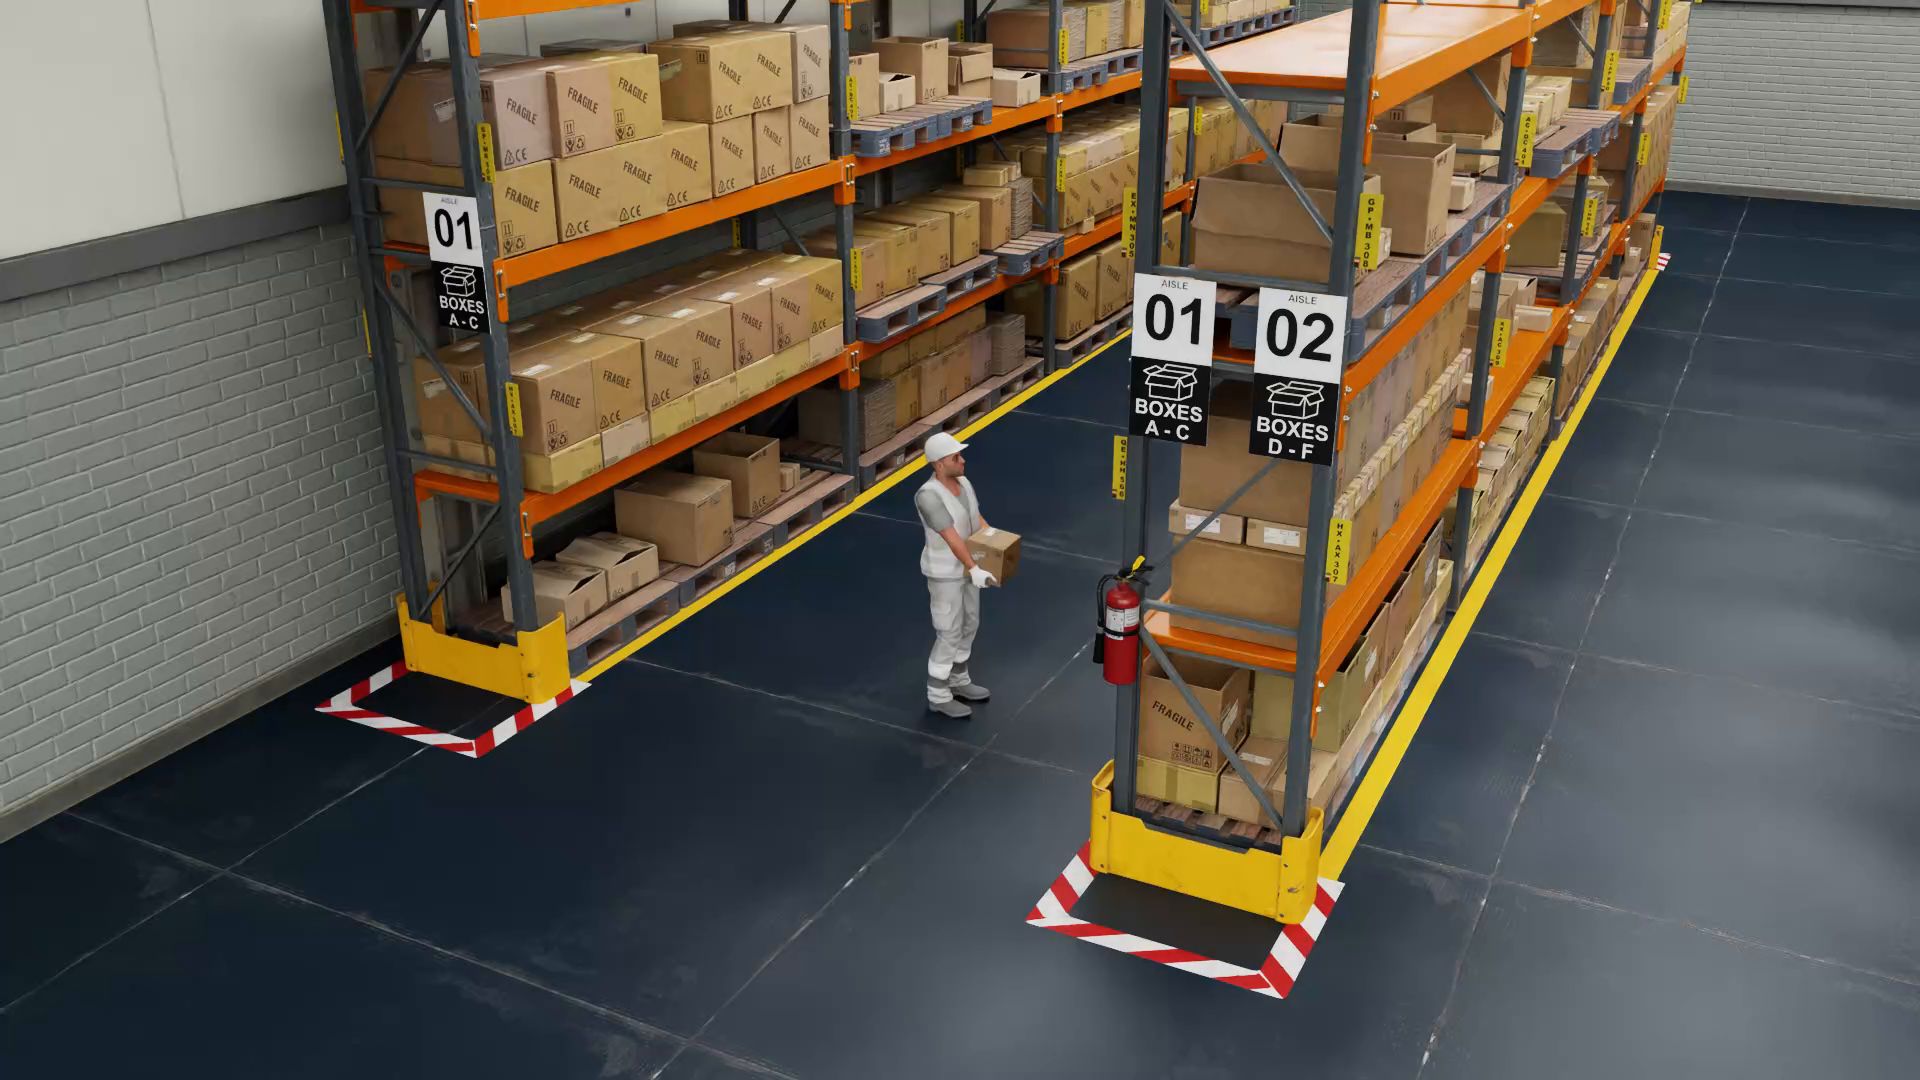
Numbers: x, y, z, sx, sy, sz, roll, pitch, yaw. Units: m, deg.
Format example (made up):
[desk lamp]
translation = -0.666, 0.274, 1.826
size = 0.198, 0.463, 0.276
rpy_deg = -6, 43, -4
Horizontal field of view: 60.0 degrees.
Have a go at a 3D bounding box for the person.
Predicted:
[person]
translation = 0.041, 0.218, 10.208
size = 0.563, 1.783, 0.494
rpy_deg = 11, 25, 25
